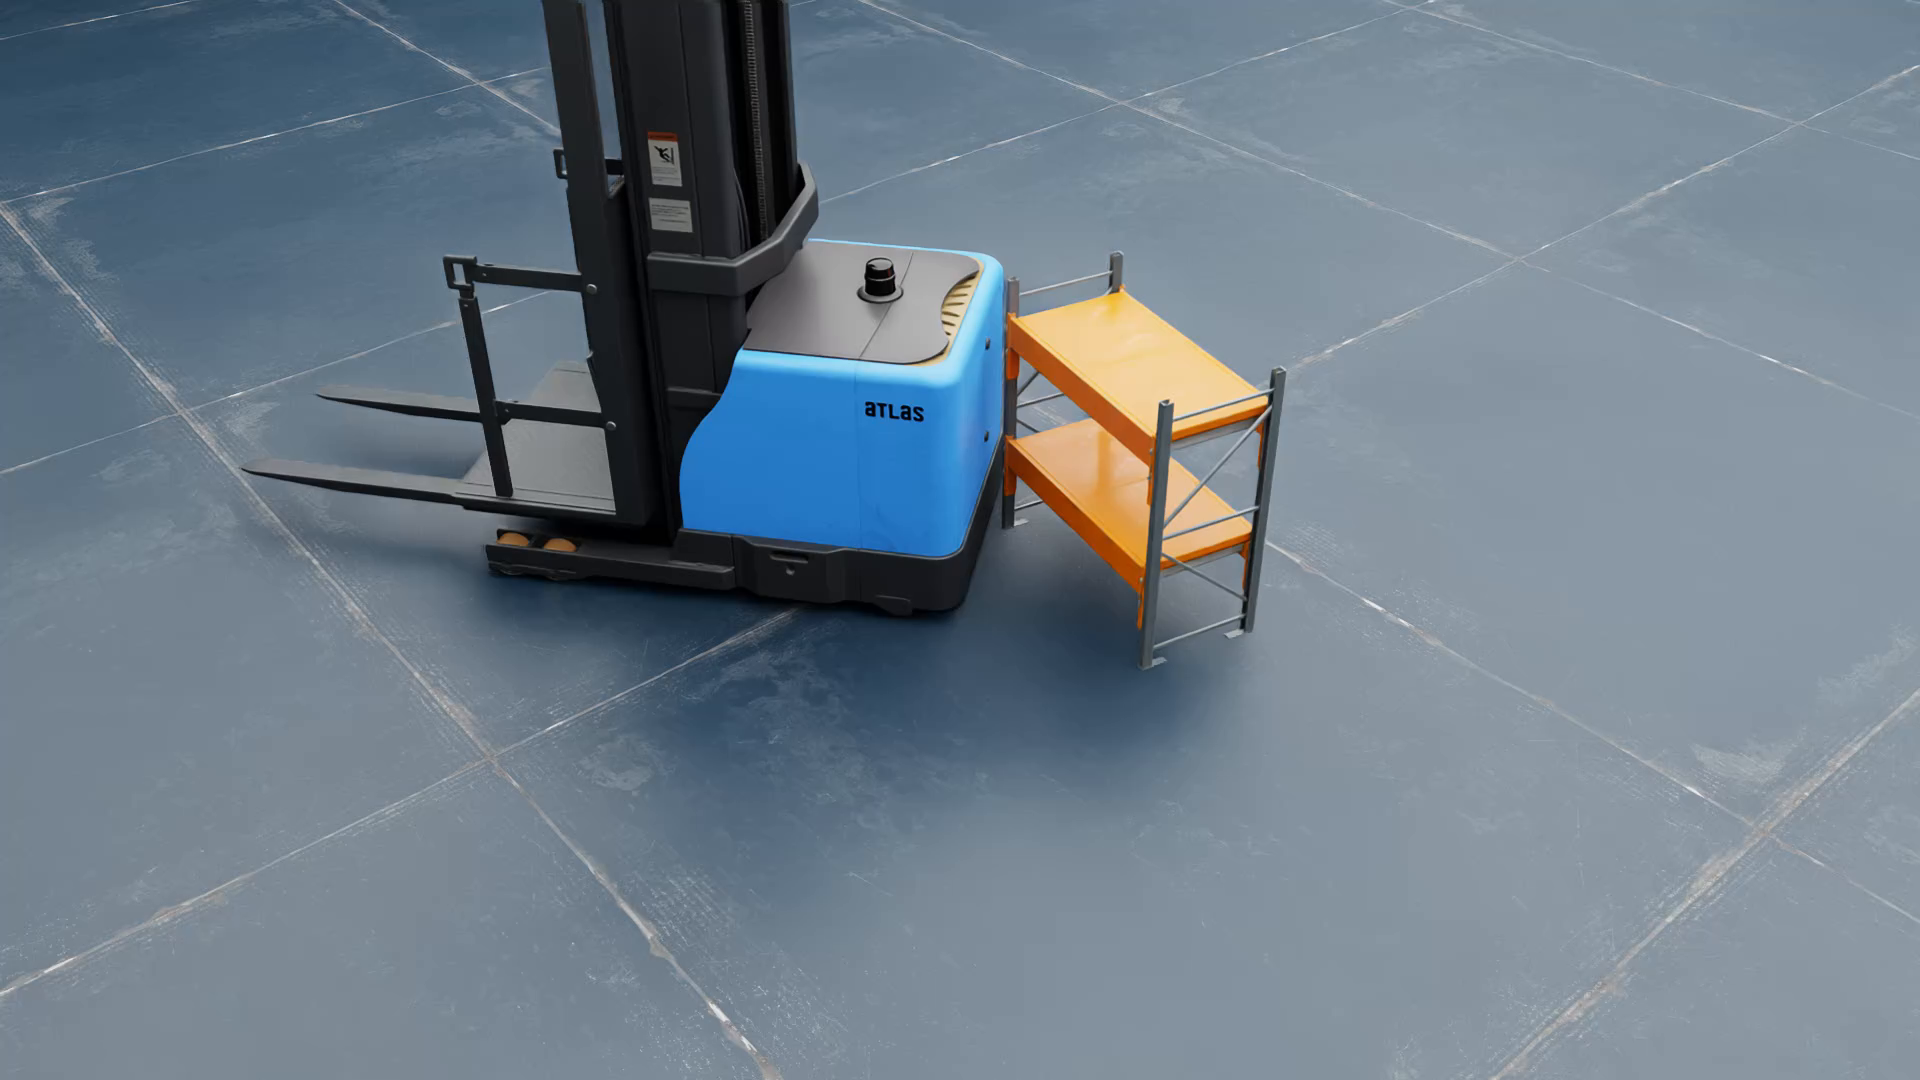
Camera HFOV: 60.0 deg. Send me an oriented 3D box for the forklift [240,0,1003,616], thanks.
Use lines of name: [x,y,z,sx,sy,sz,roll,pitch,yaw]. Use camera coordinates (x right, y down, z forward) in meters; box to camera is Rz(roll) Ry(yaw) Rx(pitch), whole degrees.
forklift: [-1.388,-1.327,6.087,3.031,2.935,1.130,7,36,9]

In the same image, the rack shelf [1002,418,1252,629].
rack shelf: [0.638,-0.115,6.362,0.538,0.278,1.000,-17,39,-23]

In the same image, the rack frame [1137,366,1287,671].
rack frame: [0.877,-0.055,5.855,0.500,1.125,0.032,-17,39,-23]

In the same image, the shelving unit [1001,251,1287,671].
shelving unit: [0.638,-0.314,6.221,0.538,1.125,1.048,-17,39,-23]

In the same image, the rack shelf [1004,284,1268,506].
rack shelf: [0.638,-0.553,6.051,0.538,0.278,1.000,-17,39,-23]

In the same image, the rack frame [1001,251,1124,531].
rack frame: [0.398,-0.573,6.586,0.500,1.125,0.032,-17,39,-23]
